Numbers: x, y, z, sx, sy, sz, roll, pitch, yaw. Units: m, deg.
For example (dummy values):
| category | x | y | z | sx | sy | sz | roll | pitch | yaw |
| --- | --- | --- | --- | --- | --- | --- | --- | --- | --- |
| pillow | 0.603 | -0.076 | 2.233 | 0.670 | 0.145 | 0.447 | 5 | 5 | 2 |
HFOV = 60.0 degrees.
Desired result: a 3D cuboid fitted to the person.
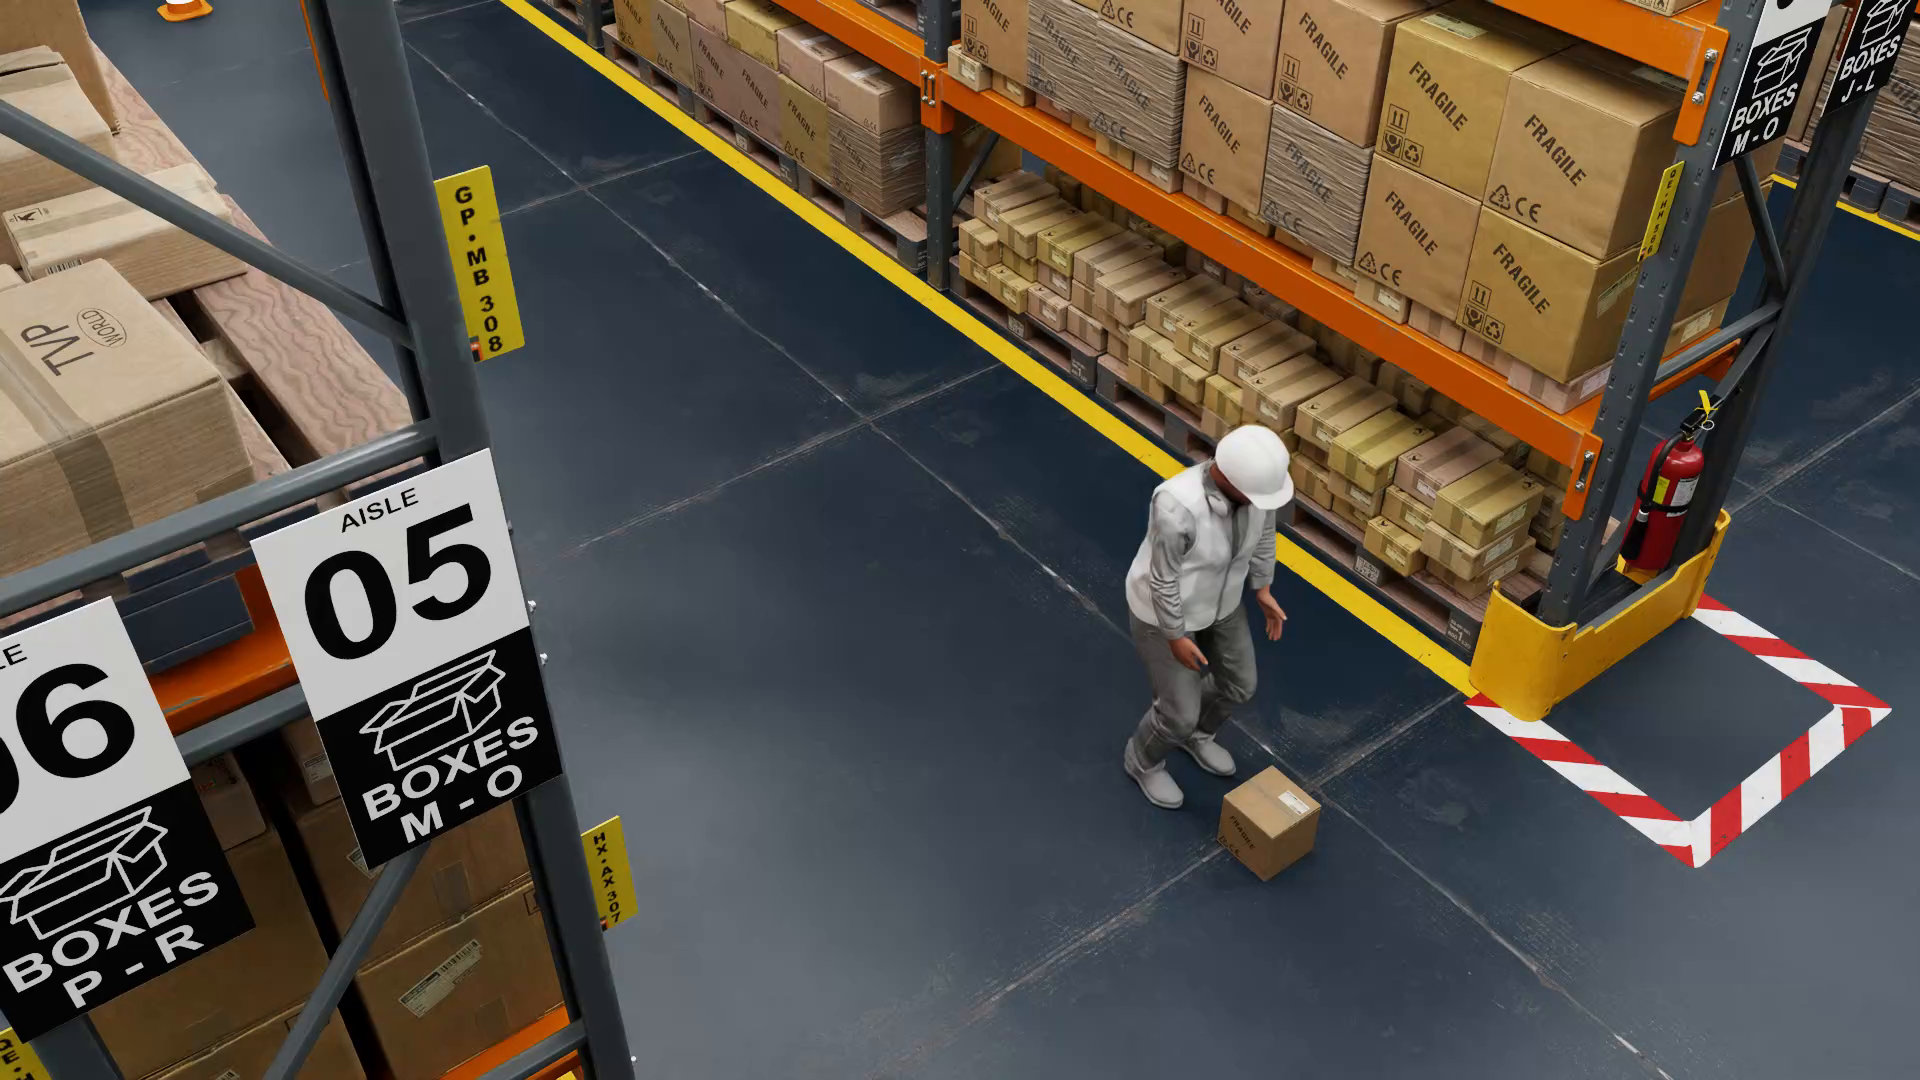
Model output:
| category | x | y | z | sx | sy | sz | roll | pitch | yaw |
| --- | --- | --- | --- | --- | --- | --- | --- | --- | --- |
| person | 0.879 | 0.238 | 5.921 | 0.567 | 1.695 | 0.516 | -25 | 46 | -27 |
